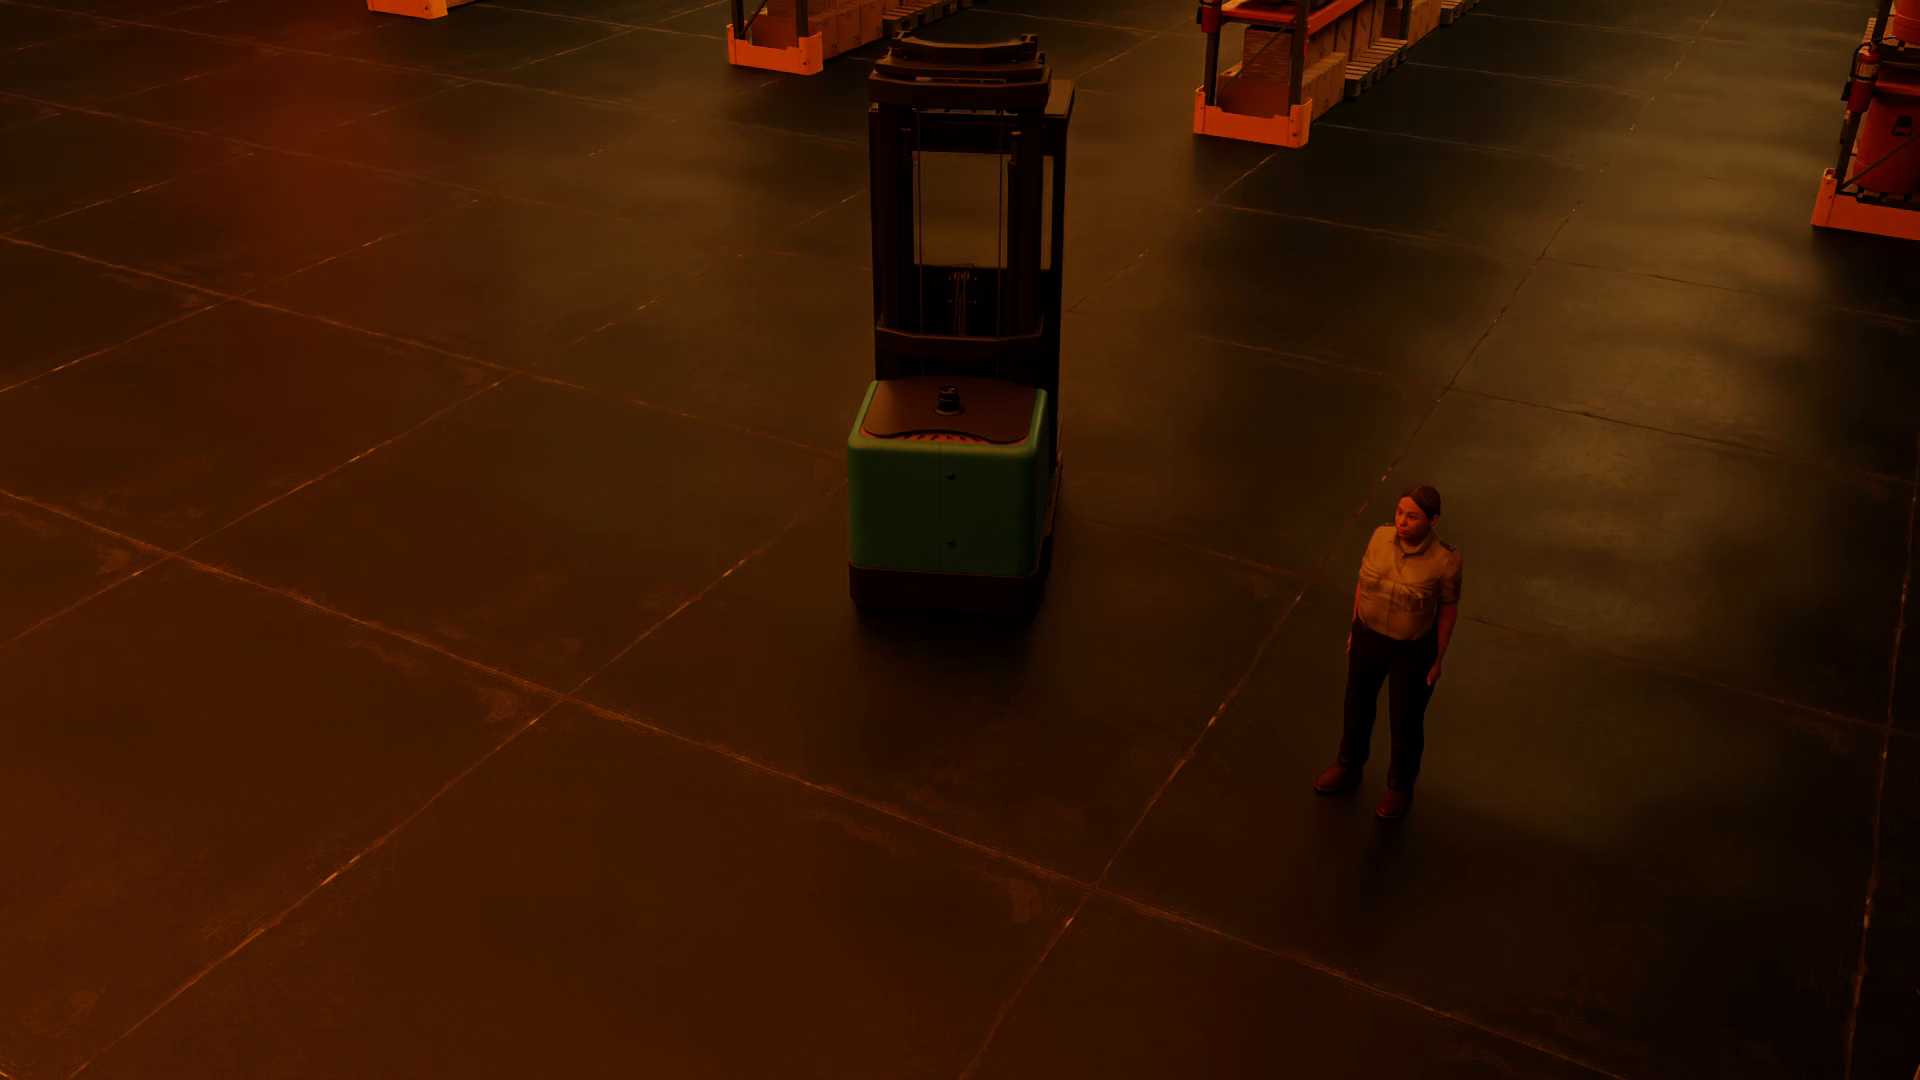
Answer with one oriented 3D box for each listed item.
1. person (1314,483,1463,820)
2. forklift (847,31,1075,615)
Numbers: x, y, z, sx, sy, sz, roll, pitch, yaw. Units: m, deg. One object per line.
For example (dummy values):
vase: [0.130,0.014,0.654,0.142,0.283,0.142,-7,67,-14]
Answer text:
person: [1.959,0.486,7.517,0.479,1.653,0.348,23,37,35]
forklift: [0.072,-1.572,9.794,1.130,2.935,3.031,3,30,6]
